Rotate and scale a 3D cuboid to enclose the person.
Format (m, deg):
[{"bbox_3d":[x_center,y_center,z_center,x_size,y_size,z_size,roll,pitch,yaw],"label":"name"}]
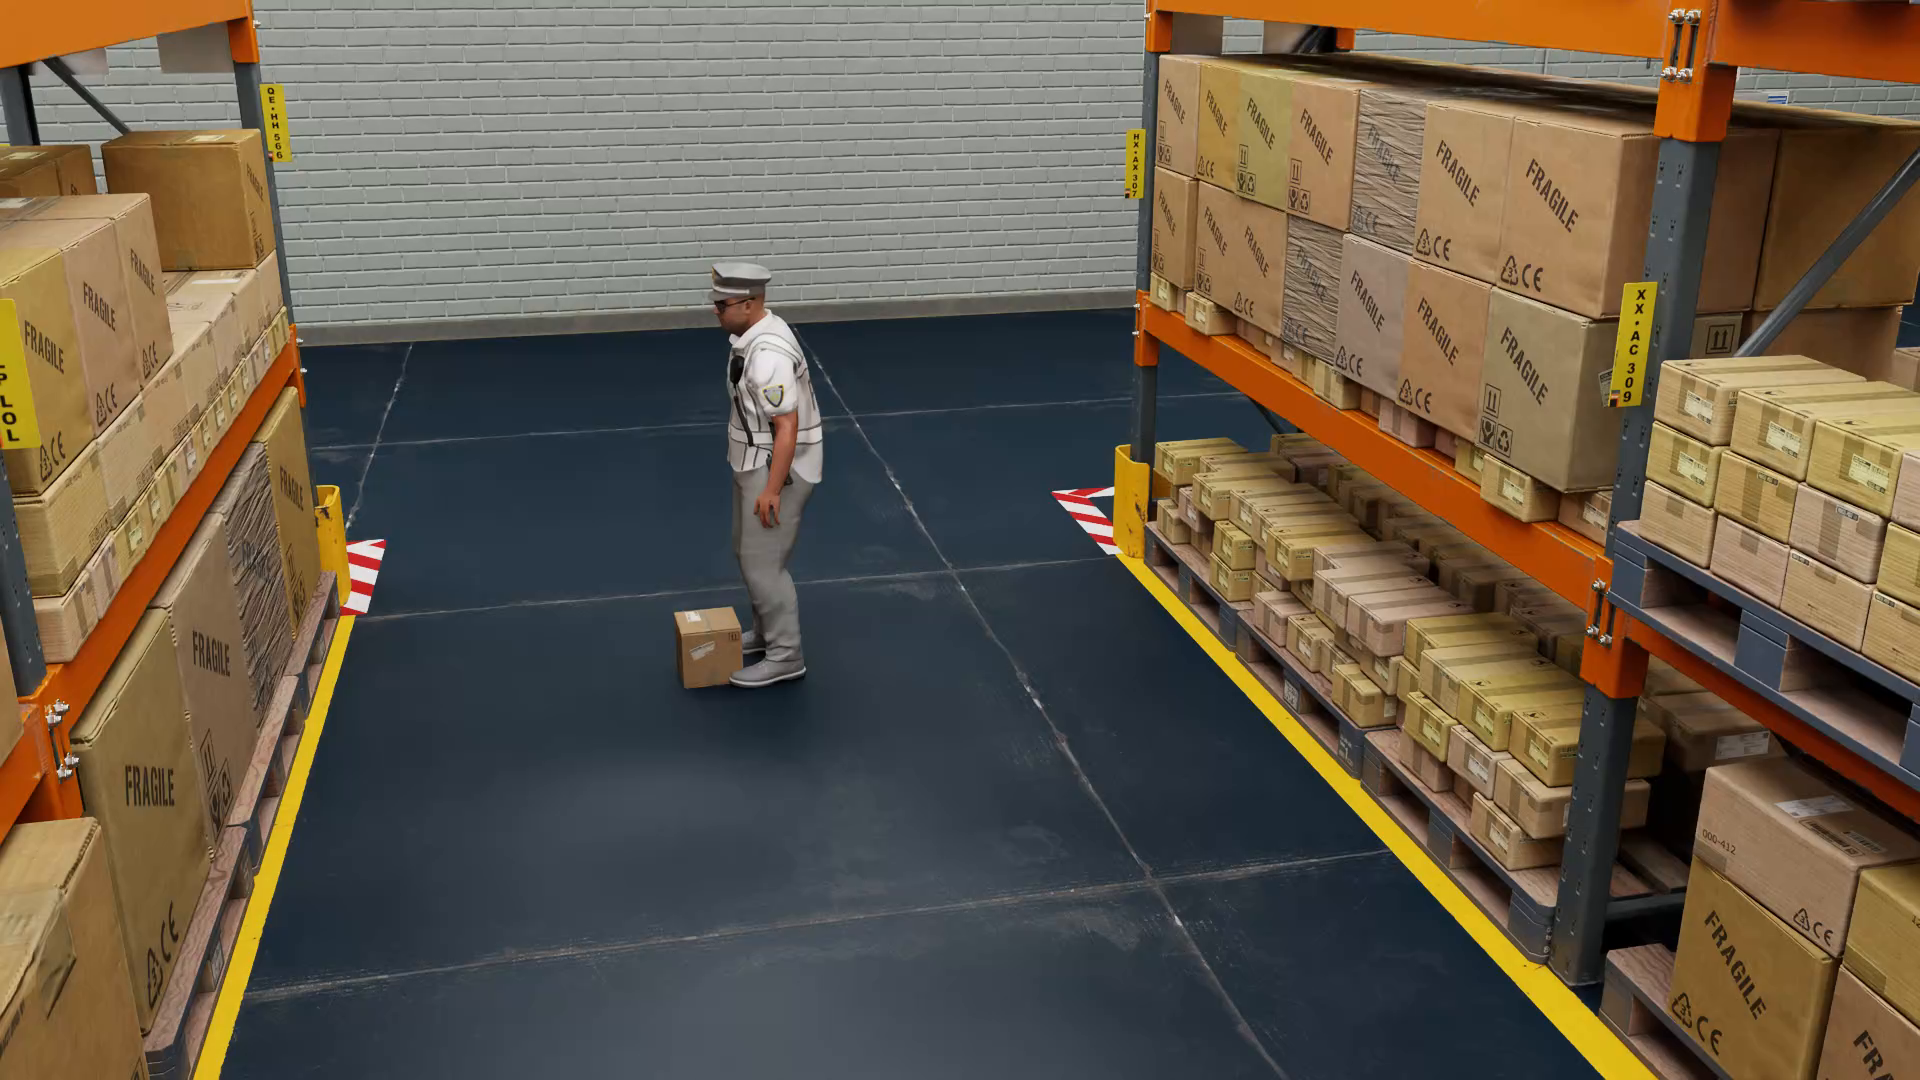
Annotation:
[{"bbox_3d":[-0.793,-0.278,6.846,0.437,1.747,0.598,-6,20,-16],"label":"person"}]
